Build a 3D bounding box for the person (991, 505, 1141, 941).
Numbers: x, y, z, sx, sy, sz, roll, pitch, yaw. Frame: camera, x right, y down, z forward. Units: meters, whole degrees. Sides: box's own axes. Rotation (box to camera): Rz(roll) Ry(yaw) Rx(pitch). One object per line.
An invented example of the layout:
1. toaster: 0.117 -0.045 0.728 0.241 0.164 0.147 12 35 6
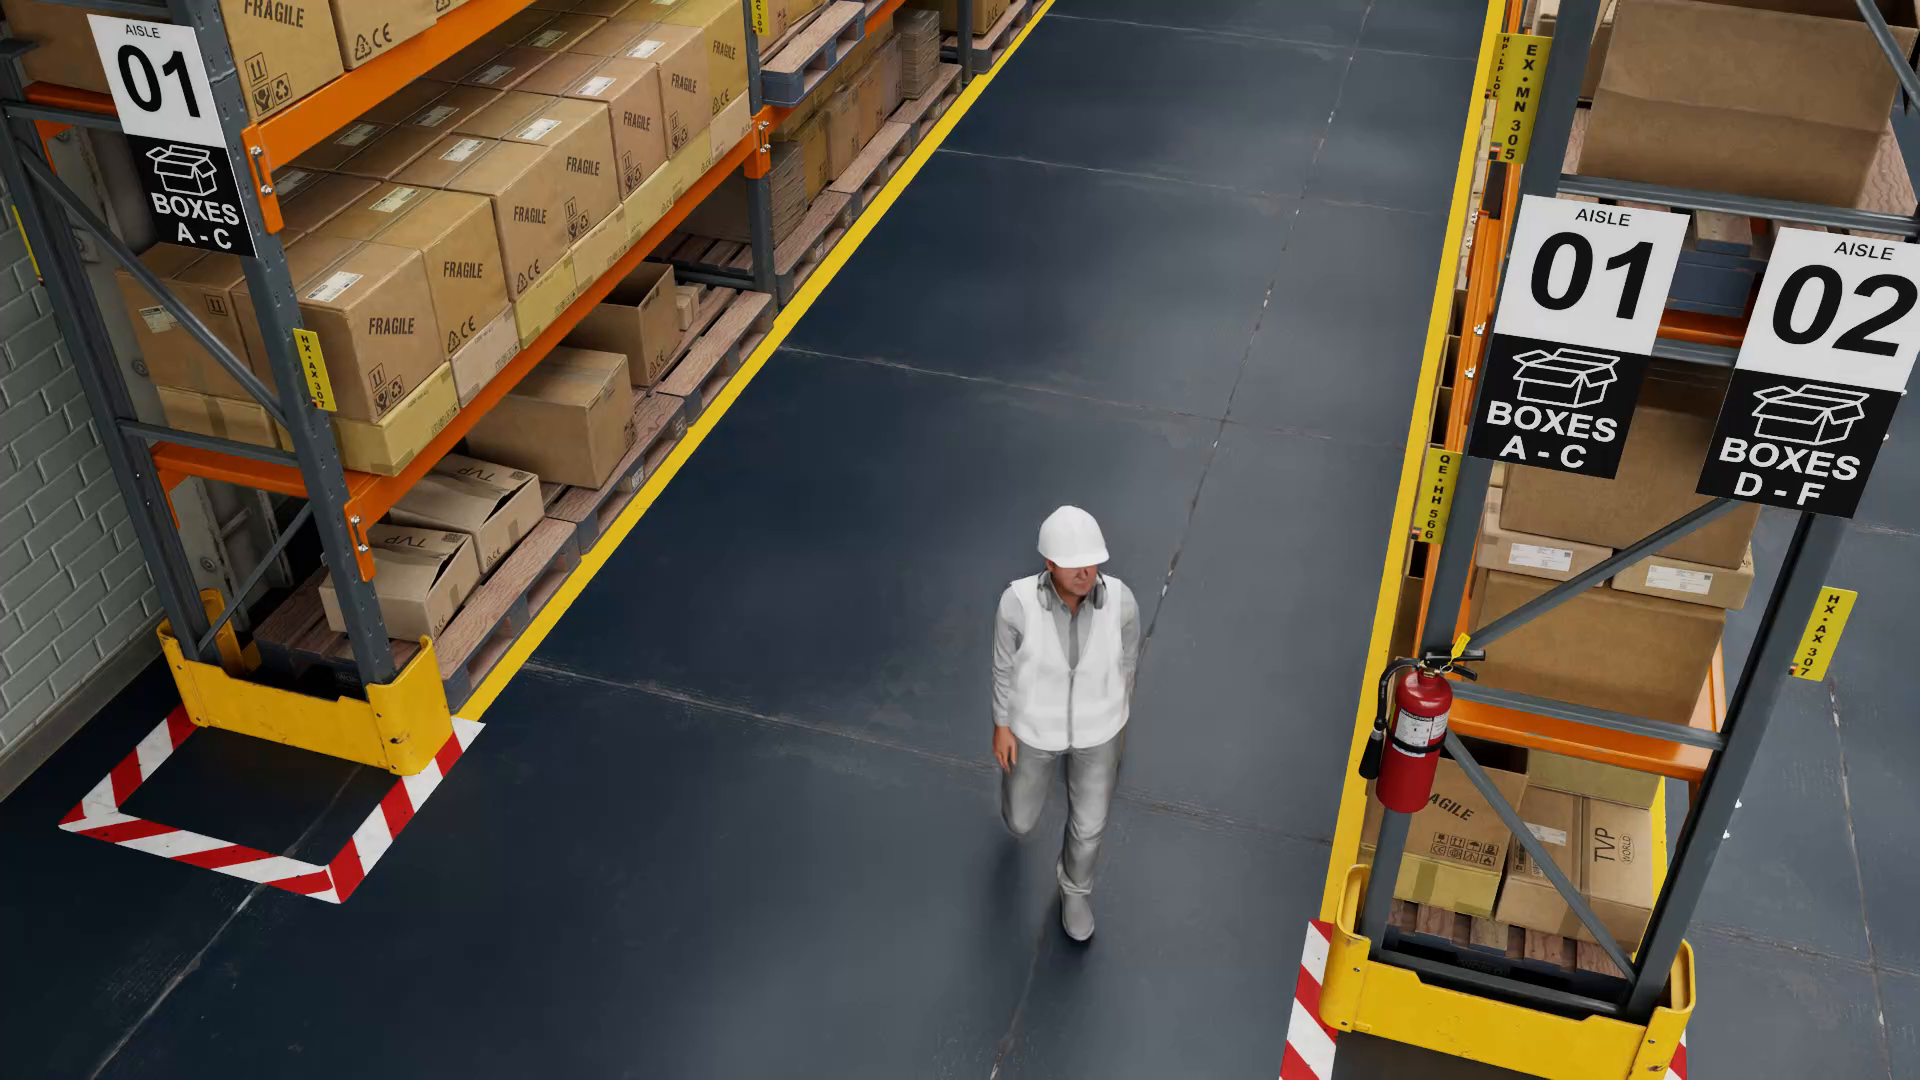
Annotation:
1. person: 0.373 0.614 6.022 0.531 1.749 0.715 -2 37 -2
